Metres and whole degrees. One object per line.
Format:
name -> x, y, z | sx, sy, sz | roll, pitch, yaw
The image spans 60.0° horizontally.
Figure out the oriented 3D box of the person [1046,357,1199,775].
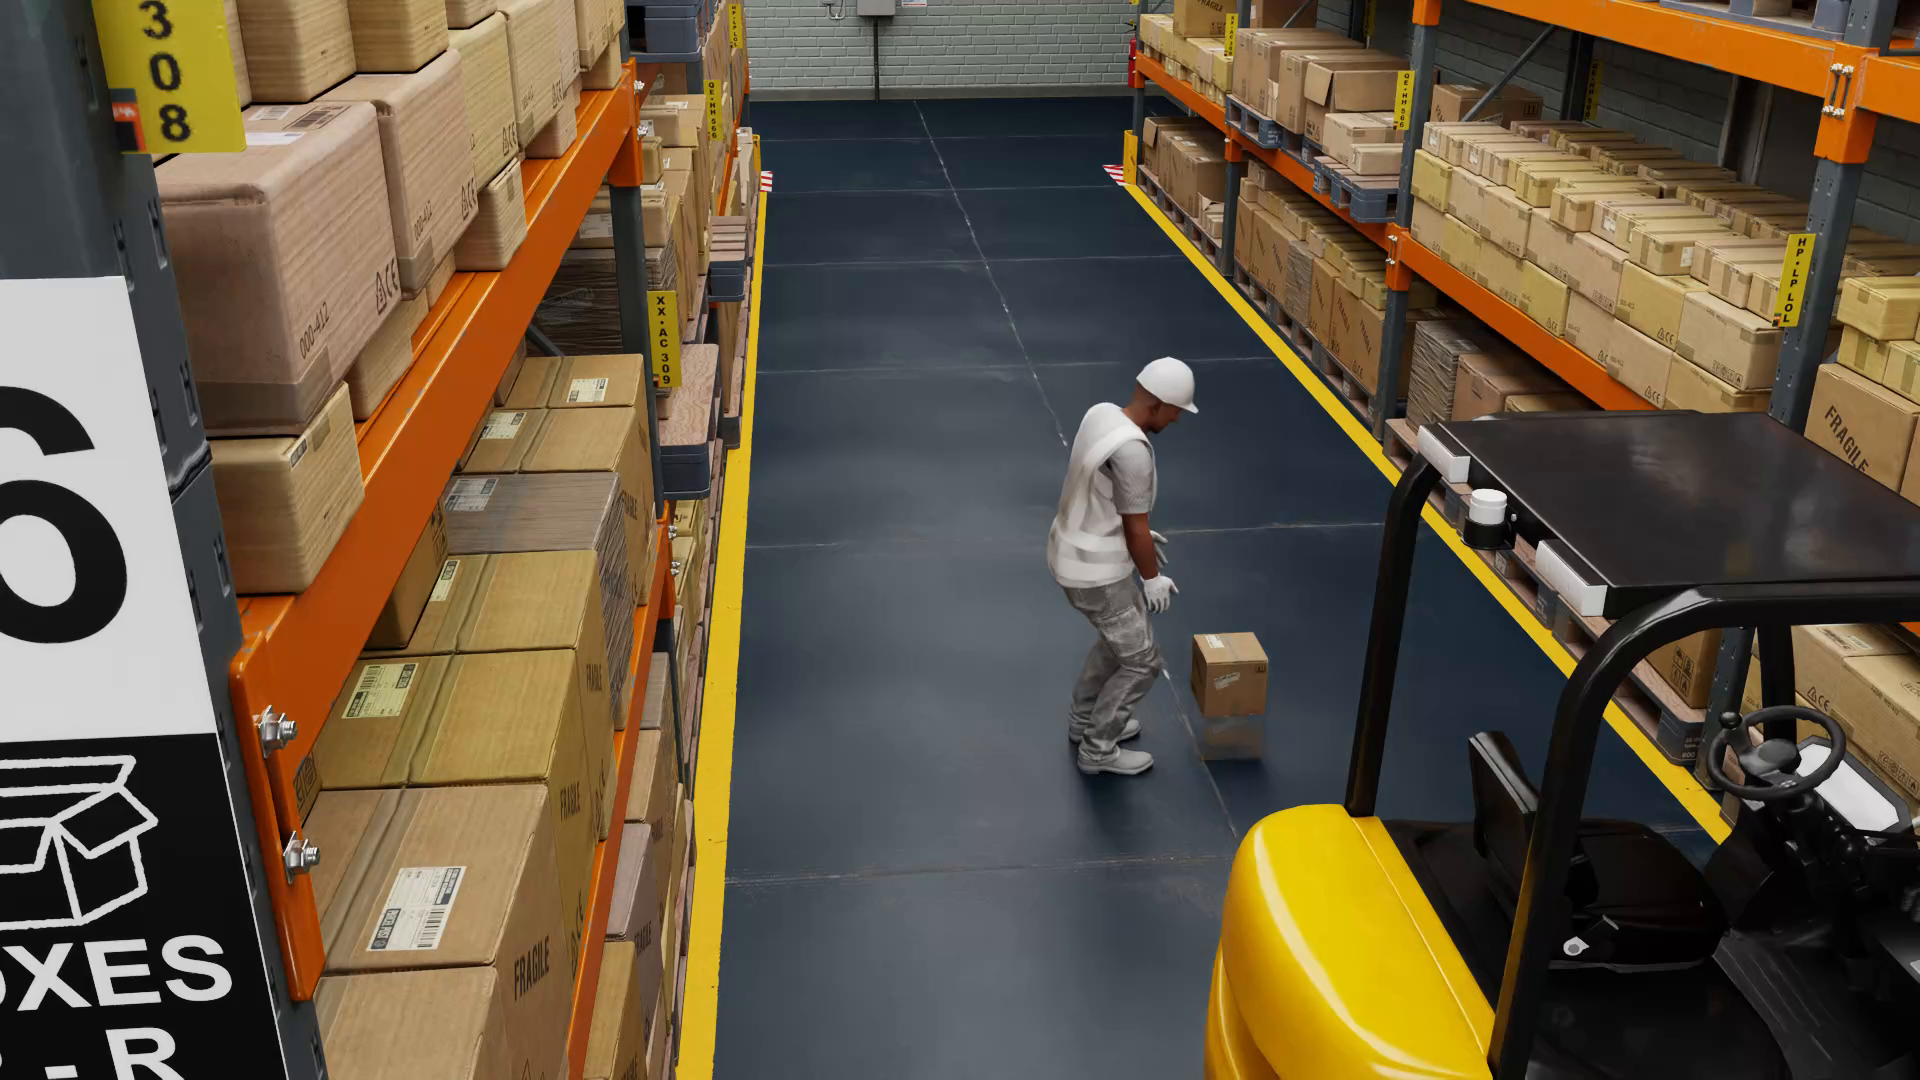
person -> 0.622, 0.089, 6.523 | 0.561, 1.663, 0.591 | -2, 24, -4
